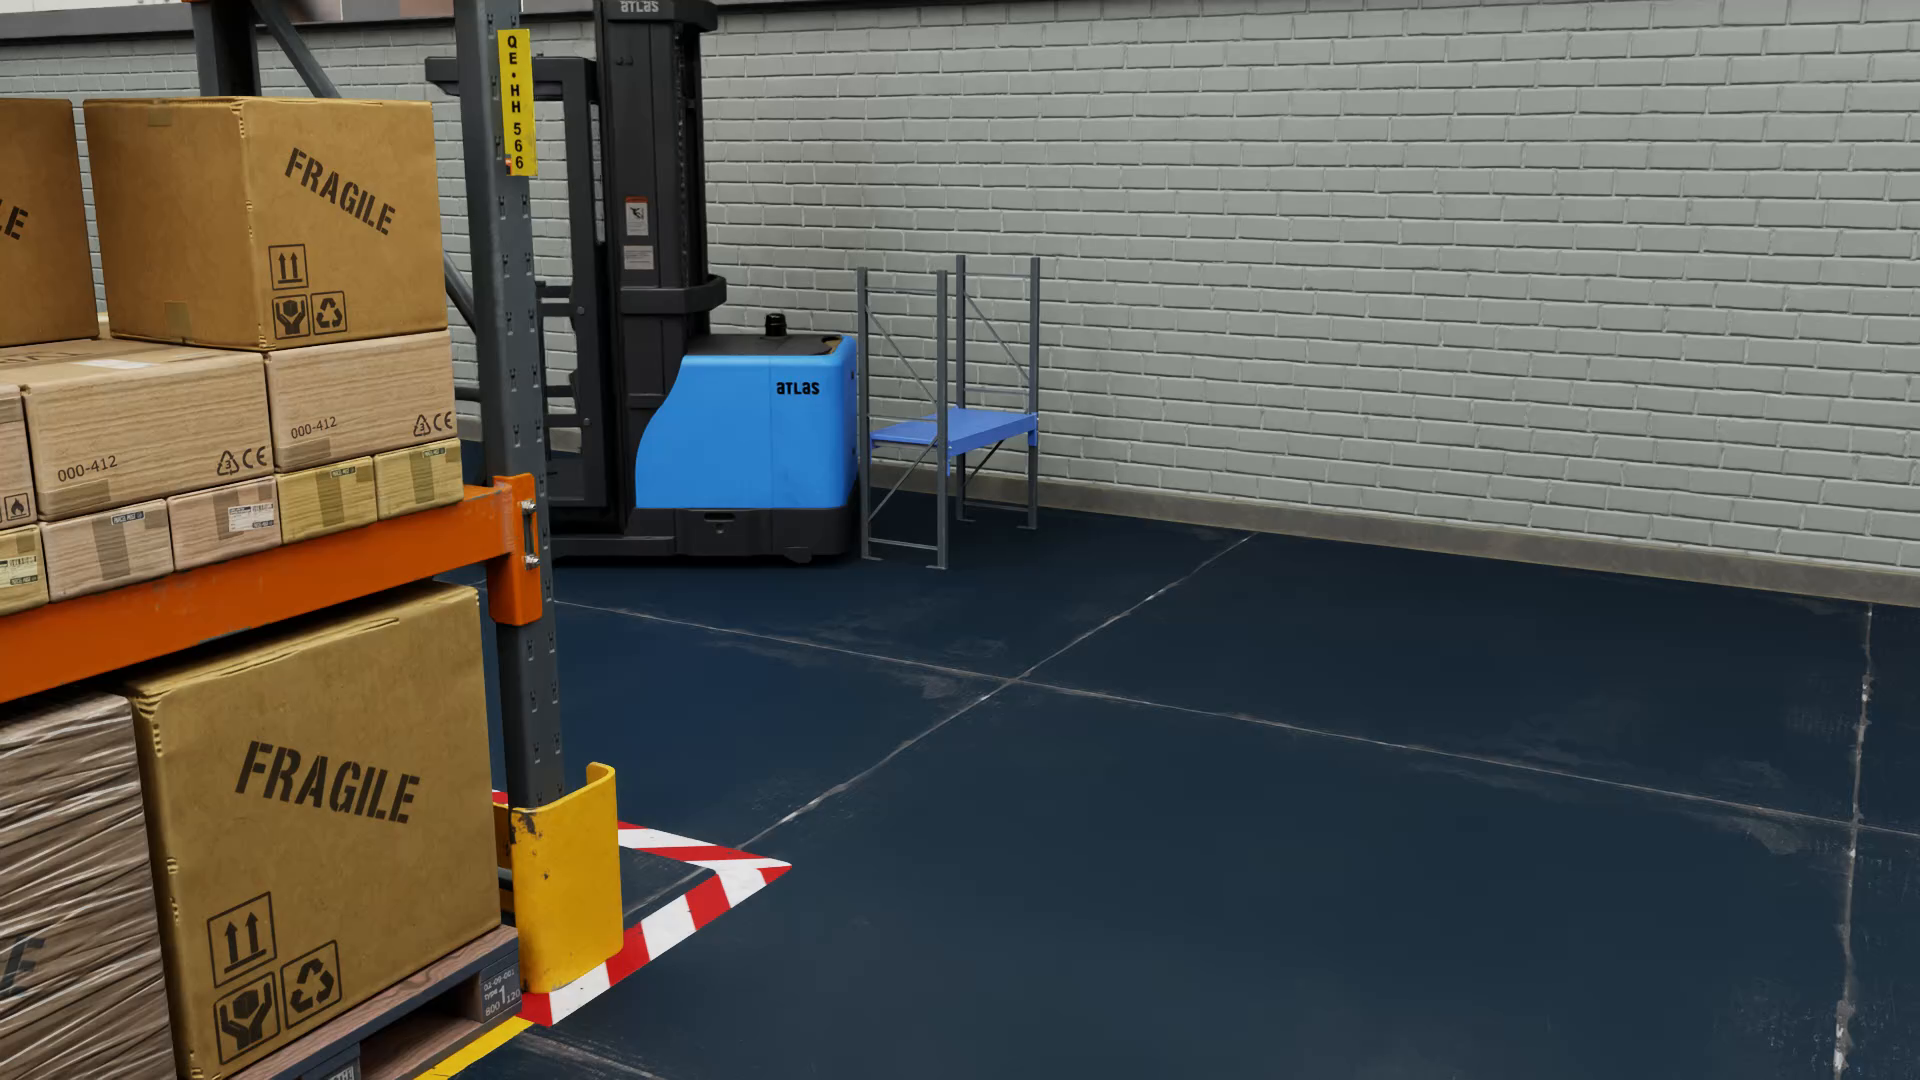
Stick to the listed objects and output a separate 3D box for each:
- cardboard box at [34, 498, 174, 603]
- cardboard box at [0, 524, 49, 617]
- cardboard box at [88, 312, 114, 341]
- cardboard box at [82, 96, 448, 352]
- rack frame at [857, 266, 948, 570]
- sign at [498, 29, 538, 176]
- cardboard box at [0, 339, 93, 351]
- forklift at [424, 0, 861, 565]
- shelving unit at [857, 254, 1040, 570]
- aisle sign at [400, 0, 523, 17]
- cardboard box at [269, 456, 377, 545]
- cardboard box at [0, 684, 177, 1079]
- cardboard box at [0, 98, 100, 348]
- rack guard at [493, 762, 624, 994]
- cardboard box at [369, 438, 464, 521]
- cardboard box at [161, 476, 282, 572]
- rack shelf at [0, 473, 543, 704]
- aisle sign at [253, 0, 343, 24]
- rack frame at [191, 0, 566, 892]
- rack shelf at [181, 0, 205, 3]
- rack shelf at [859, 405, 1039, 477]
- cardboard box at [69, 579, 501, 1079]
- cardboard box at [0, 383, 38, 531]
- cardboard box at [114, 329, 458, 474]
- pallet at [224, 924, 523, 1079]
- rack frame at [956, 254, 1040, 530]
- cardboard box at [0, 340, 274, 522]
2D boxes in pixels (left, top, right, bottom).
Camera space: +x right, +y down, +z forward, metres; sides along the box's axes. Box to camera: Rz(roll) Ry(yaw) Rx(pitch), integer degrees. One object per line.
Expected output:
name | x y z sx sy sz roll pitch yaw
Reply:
cardboard box | -1.742 -0.004 3.186 0.380 0.149 0.250 8 16 29
cardboard box | -1.866 0.049 2.964 0.380 0.149 0.250 7 15 27
cardboard box | -1.958 -0.397 3.963 0.500 0.250 0.500 7 15 27
cardboard box | -1.495 -0.699 3.619 0.500 0.500 0.500 8 16 29
rack frame | -0.287 -0.607 8.353 0.500 1.500 0.032 7 15 28
sign | -1.022 -1.006 3.832 0.100 0.325 0.005 7 15 28
cardboard box | -2.204 -0.289 3.518 0.500 0.250 0.500 7 15 27
forklift | -2.076 -1.406 8.614 3.031 2.935 1.130 0 14 1
shelving unit | -0.041 -0.712 8.785 0.538 1.500 1.048 7 15 28
aisle sign | -1.192 -1.637 3.878 0.394 0.787 0.004 7 15 28
cardboard box | -1.498 -0.107 3.612 0.380 0.149 0.250 8 15 29
cardboard box | -2.169 0.763 3.105 0.875 0.875 0.875 7 15 28
cardboard box | -2.200 -0.658 3.450 0.500 0.500 0.500 7 15 27
rack guard | -1.478 0.818 4.576 1.175 0.500 0.348 7 15 28
cardboard box | -1.374 -0.160 3.834 0.380 0.149 0.250 8 16 29
cardboard box | -1.621 -0.055 3.398 0.380 0.149 0.250 7 15 28
rack shelf | -2.457 0.367 2.645 1.077 0.370 4.000 7 15 28
aisle sign | -1.718 -1.705 4.160 0.394 0.787 0.004 7 15 28
rack frame | -1.490 -0.393 4.262 1.000 3.000 0.127 7 15 28
rack shelf | -2.457 -1.091 2.293 1.077 0.370 4.000 7 15 28
rack shelf | -0.041 -0.537 8.827 0.538 0.185 1.000 7 15 28
cardboard box | -1.729 0.576 3.880 0.875 0.875 0.875 7 15 28
cardboard box | -1.983 -0.126 2.843 0.500 0.250 0.500 7 15 26
cardboard box | -1.492 -0.335 3.708 0.500 0.250 0.500 7 15 27
pallet | -1.808 1.136 3.872 1.003 0.211 1.213 7 15 28
rack frame | 0.205 -0.816 9.218 0.500 1.500 0.032 7 15 28
cardboard box | -1.738 -0.231 3.277 0.500 0.250 0.500 7 15 27
